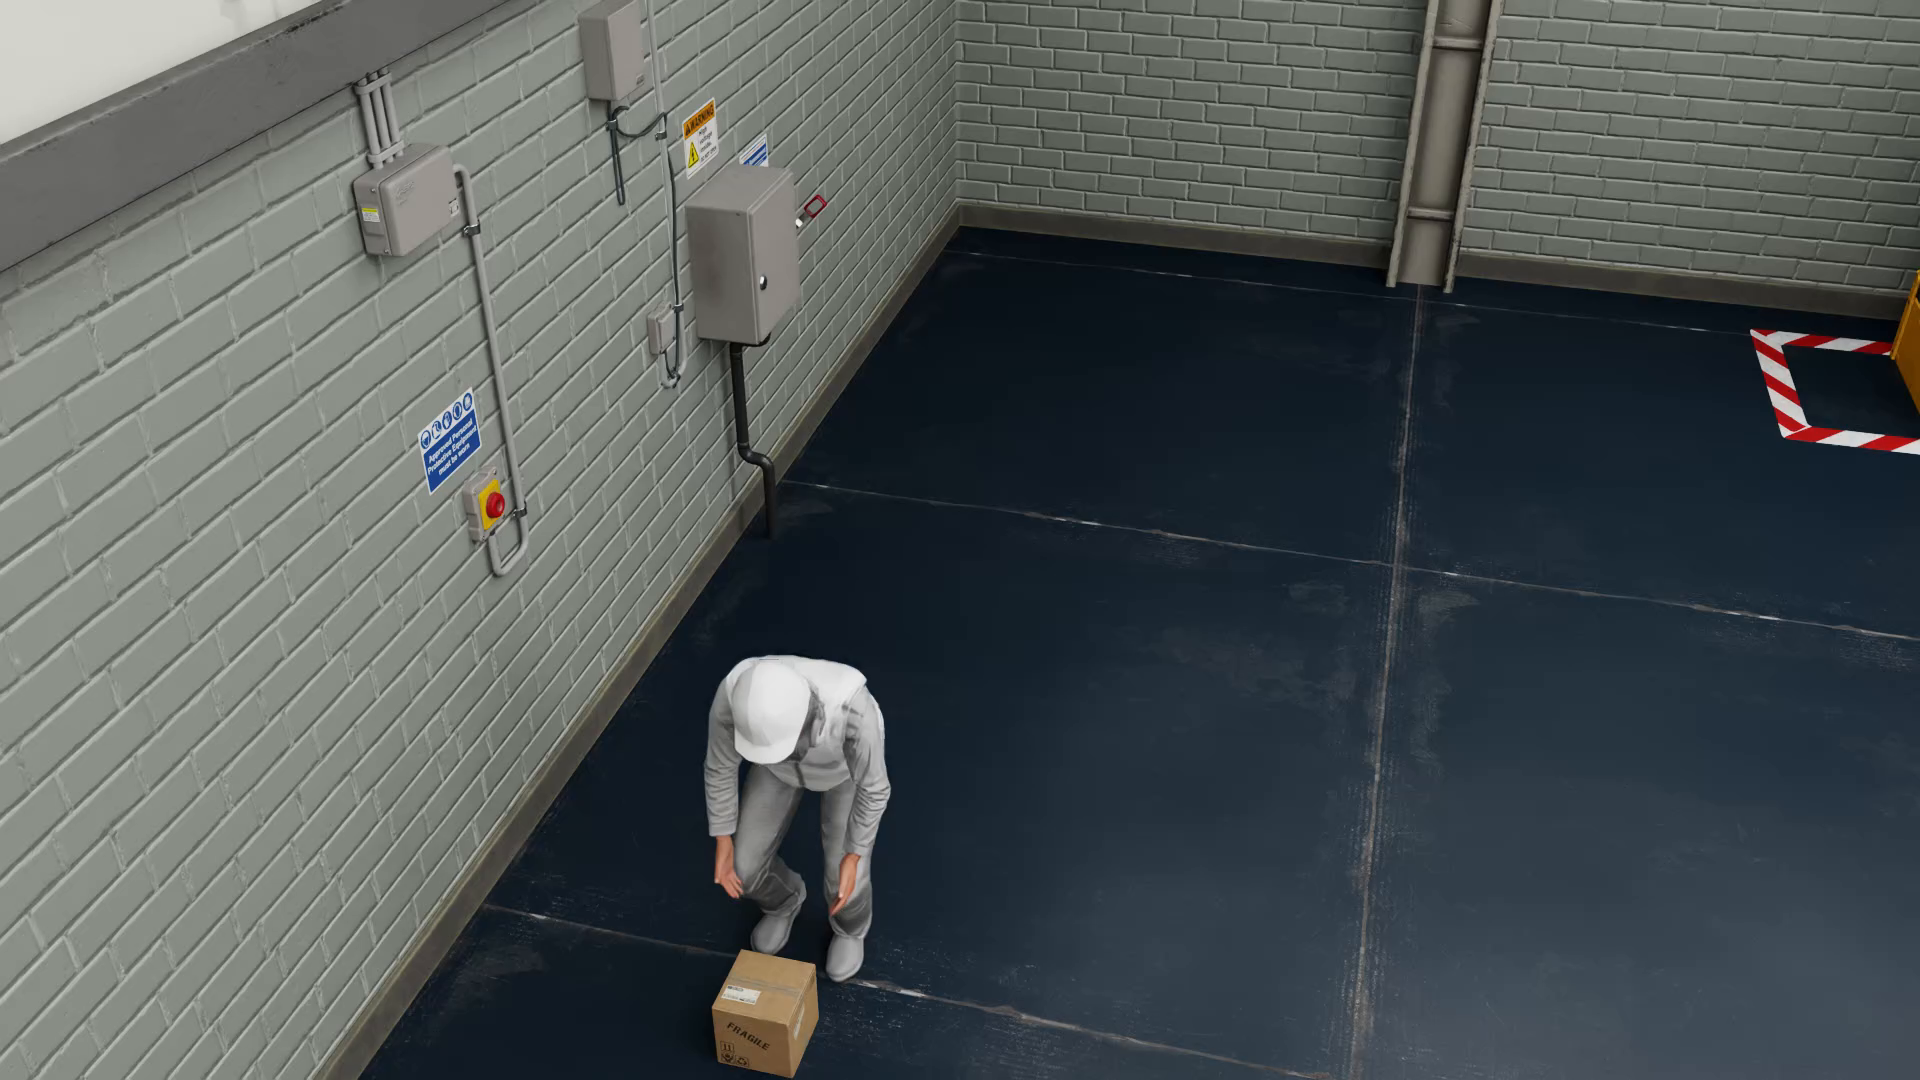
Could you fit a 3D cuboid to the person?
[{"bbox_3d":[-0.475,0.804,5.218,0.590,1.390,0.785,8,34,12],"label":"person"}]
